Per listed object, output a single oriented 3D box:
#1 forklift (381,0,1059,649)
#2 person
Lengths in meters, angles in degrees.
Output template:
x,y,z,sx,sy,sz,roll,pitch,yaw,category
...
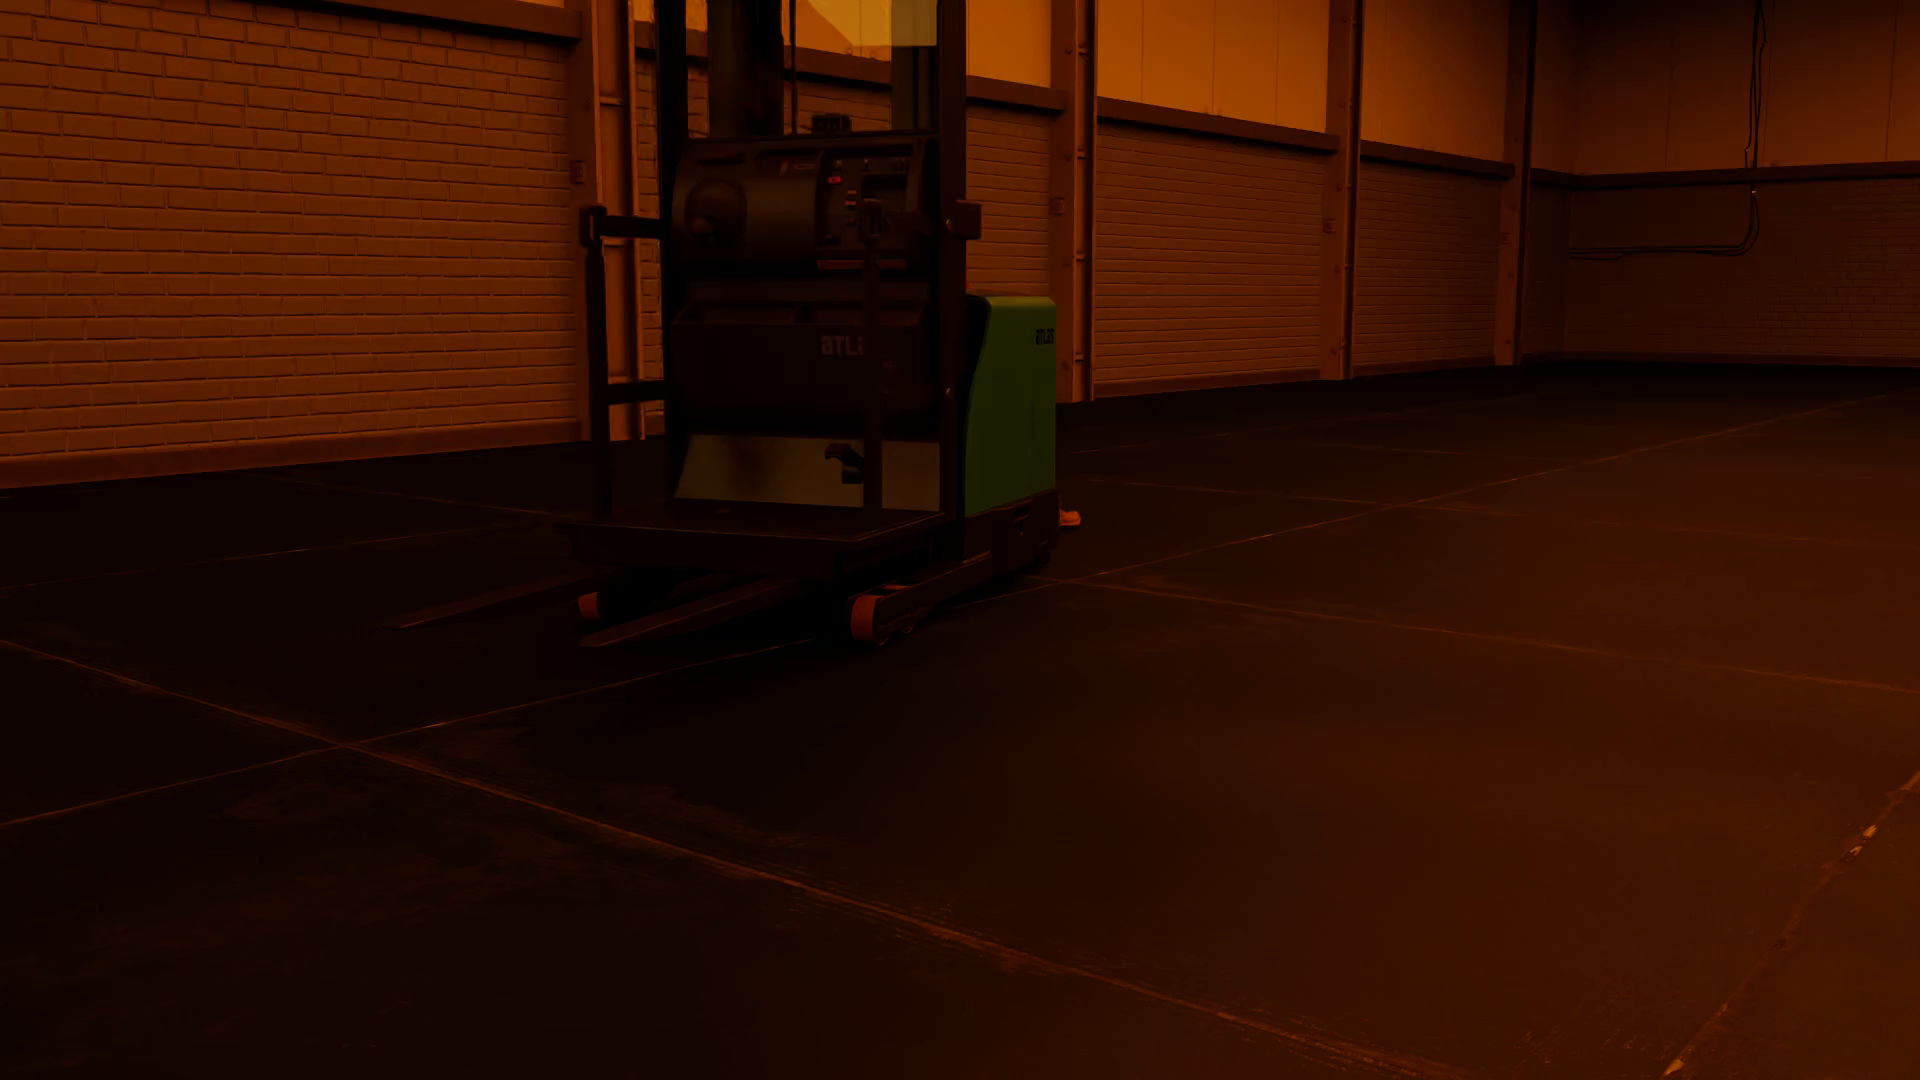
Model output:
x,y,z,sx,sy,sz,roll,pitch,yaw,category
-0.627,-1.189,5.408,1.130,2.935,3.031,3,9,22,forklift
-0.107,-0.853,7.855,0.923,1.583,1.193,-7,11,-38,person
